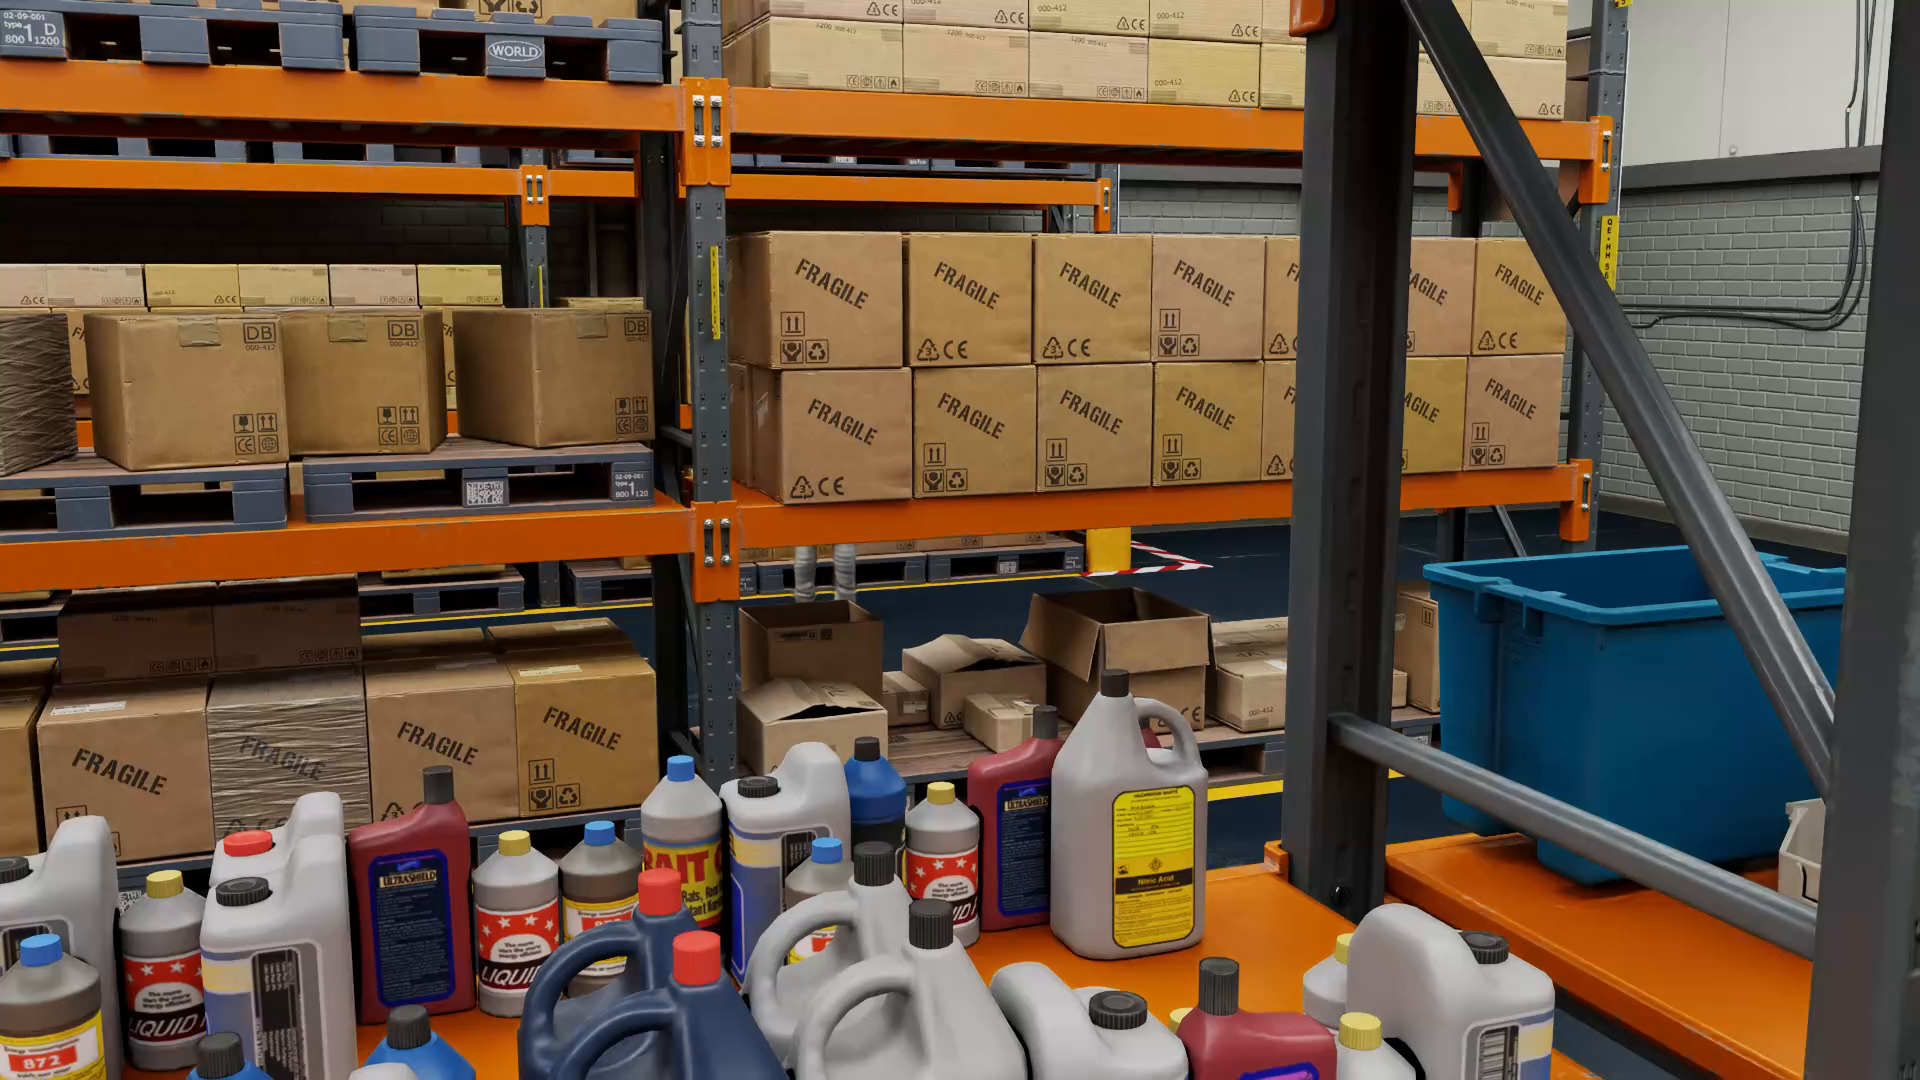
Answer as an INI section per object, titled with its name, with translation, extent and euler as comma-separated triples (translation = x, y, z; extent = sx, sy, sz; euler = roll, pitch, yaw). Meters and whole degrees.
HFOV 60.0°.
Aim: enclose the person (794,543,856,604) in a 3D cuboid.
[person]
translation = -0.848, -0.333, 10.417
extent = 0.474, 1.673, 0.383
euler = 0, 9, -2
